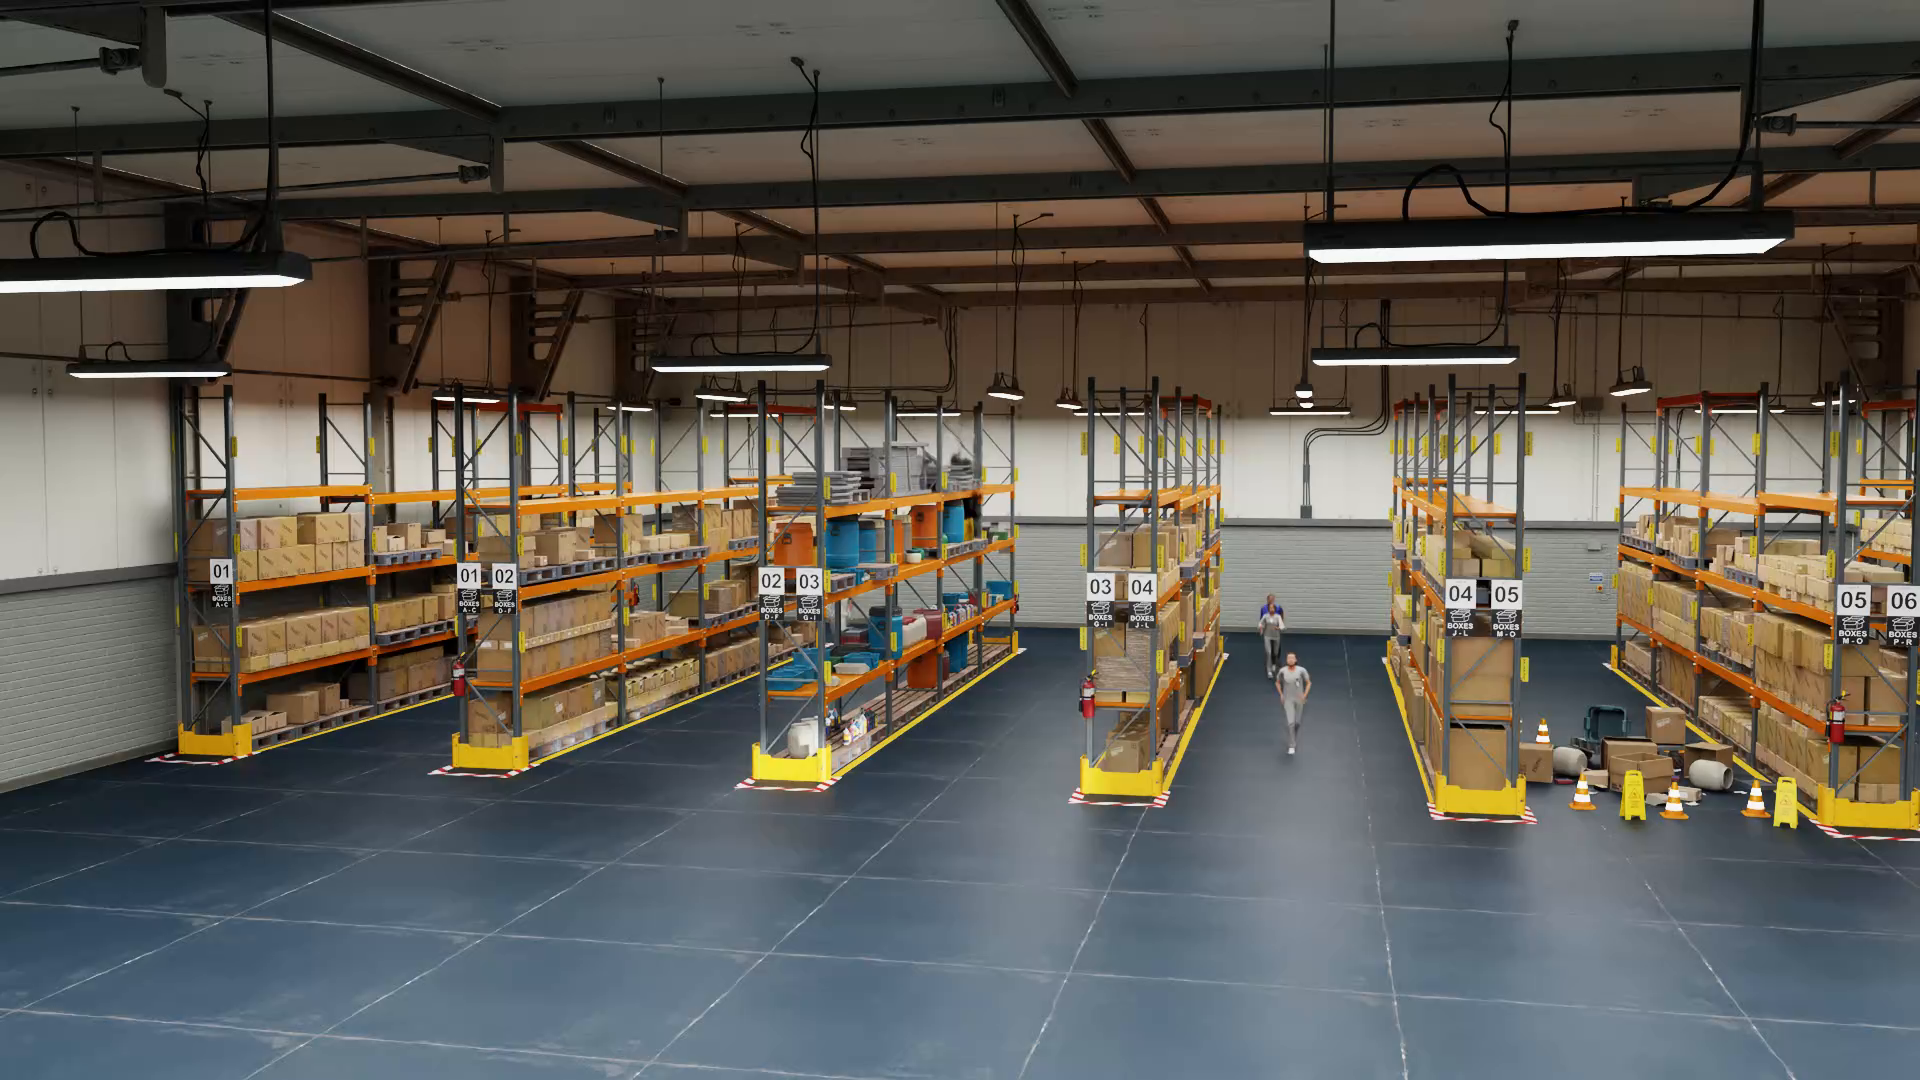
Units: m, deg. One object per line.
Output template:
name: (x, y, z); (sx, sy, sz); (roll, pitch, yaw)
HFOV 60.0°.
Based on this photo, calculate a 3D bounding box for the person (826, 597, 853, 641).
person: (-2.735, 1.739, 37.488); (0.649, 1.780, 0.673); (0, 3, -2)

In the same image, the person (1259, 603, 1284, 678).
person: (6.780, 2.161, 36.199); (0.539, 1.582, 0.893); (0, 3, 7)

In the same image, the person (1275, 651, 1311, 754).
person: (5.485, 2.653, 27.404); (0.570, 1.669, 0.711); (1, 3, 10)

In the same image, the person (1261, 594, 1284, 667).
person: (7.148, 2.066, 38.087); (0.515, 1.679, 0.671); (1, 3, 12)
